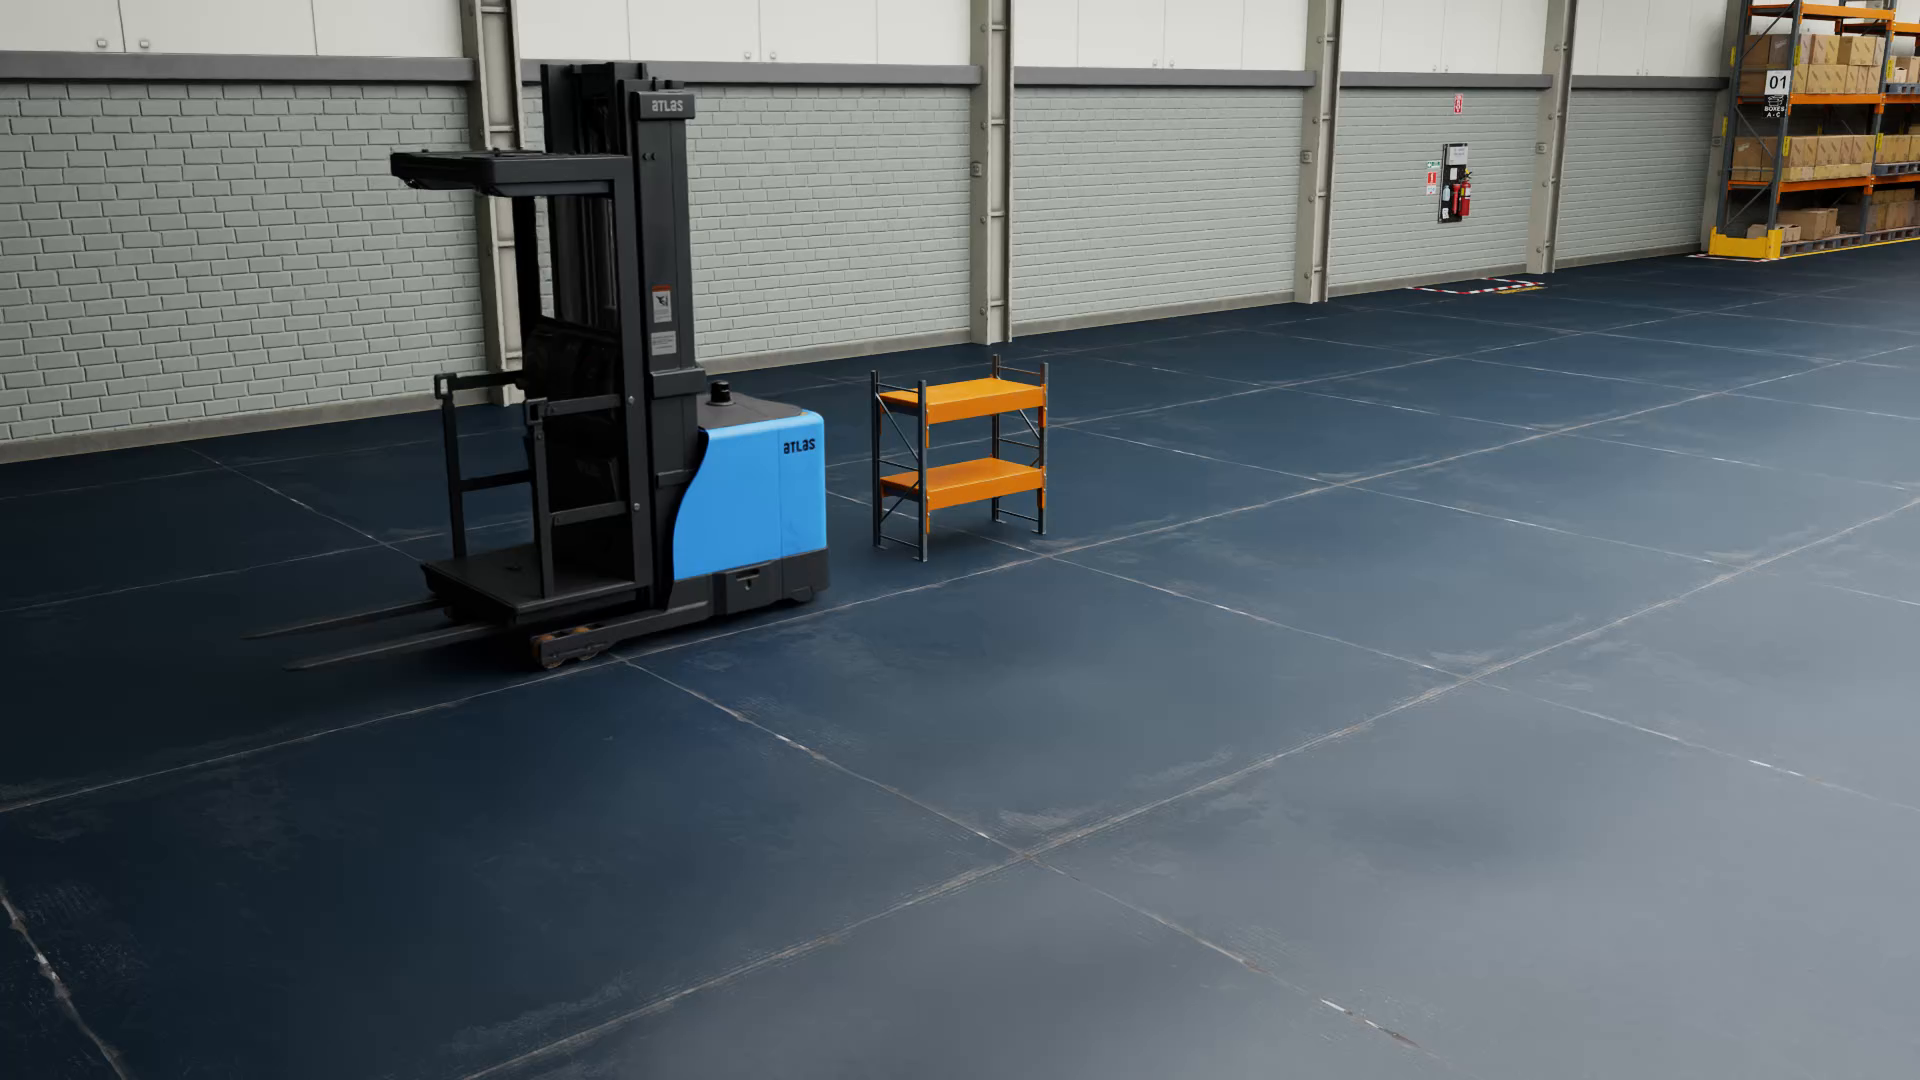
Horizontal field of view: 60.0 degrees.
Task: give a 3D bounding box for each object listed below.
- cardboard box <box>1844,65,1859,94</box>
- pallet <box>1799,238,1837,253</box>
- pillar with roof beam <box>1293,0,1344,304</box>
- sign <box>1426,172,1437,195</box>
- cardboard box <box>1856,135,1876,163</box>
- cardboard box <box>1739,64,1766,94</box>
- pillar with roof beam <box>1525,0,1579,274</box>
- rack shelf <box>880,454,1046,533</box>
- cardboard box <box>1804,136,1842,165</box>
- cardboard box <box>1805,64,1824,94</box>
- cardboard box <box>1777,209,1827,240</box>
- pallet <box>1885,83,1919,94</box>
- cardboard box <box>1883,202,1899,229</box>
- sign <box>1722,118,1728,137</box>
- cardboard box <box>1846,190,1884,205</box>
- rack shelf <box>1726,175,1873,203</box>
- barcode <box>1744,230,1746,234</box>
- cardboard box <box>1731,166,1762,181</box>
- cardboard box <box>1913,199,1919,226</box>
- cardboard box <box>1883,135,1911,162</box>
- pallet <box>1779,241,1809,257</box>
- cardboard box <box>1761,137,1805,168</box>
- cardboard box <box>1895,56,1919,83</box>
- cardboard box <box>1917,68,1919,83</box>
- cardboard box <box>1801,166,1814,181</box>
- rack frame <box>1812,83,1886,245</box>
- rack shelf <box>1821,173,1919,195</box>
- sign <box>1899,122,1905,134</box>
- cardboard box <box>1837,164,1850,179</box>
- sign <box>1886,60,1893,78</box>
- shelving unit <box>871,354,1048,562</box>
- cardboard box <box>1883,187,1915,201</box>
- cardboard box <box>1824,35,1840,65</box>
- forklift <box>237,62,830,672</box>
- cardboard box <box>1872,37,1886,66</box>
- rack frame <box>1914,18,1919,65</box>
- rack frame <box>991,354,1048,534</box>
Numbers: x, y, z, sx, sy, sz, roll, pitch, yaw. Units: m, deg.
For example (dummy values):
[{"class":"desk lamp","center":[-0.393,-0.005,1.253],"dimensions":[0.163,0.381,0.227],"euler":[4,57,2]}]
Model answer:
[{"class":"cardboard box","center":[15.994,-8.391,30.306],"dimensions":[0.500,0.500,0.500],"euler":[-14,20,-41]},{"class":"pallet","center":[15.591,-5.526,31.030],"dimensions":[1.213,0.211,1.003],"euler":[-13,19,-39]},{"class":"pillar with roof beam","center":[7.711,-6.839,18.915],"dimensions":[0.400,9.000,9.100],"euler":[-13,19,-39]},{"class":"sign","center":[7.038,-5.327,24.812],"dimensions":[0.234,0.329,0.001],"euler":[-13,19,-39]},{"class":"cardboard box","center":[16.842,-7.361,31.294],"dimensions":[0.500,0.500,0.500],"euler":[-13,20,-39]},{"class":"cardboard box","center":[14.126,-8.151,29.409],"dimensions":[0.500,0.500,0.500],"euler":[-11,18,-35]},{"class":"pillar with roof beam","center":[12.238,-7.855,22.720],"dimensions":[0.400,9.000,9.100],"euler":[-13,19,-39]},{"class":"rack shelf","center":[0.005,-0.308,10.672],"dimensions":[1.000,0.278,0.538],"euler":[-13,19,-39]},{"class":"cardboard box","center":[15.690,-7.104,30.332],"dimensions":[0.500,0.500,0.500],"euler":[-12,19,-38]},{"class":"cardboard box","center":[14.823,-8.123,29.305],"dimensions":[0.500,0.500,0.500],"euler":[-11,19,-36]},{"class":"cardboard box","center":[15.575,-5.840,30.792],"dimensions":[0.500,0.500,0.700],"euler":[-14,21,-43]},{"class":"pallet","center":[17.531,-8.644,31.851],"dimensions":[1.003,0.211,1.213],"euler":[-13,19,-39]},{"class":"cardboard box","center":[18.308,-6.511,33.303],"dimensions":[0.500,0.500,0.700],"euler":[-12,19,-39]},{"class":"sign","center":[13.629,-7.348,29.590],"dimensions":[0.005,0.325,0.100],"euler":[-13,19,-39]},{"class":"cardboard box","center":[17.870,-6.772,32.829],"dimensions":[0.500,0.250,0.500],"euler":[-13,20,-41]},{"class":"rack shelf","center":[15.487,-6.516,30.724],"dimensions":[4.000,0.370,1.077],"euler":[-13,19,-39]},{"class":"barcode","center":[14.310,-5.623,30.328],"dimensions":[0.075,0.075,0.001],"euler":[-13,19,-39]},{"class":"cardboard box","center":[14.203,-6.578,29.817],"dimensions":[0.500,0.250,0.500],"euler":[-12,19,-39]},{"class":"cardboard box","center":[19.504,-6.752,34.208],"dimensions":[0.500,0.500,0.700],"euler":[-12,19,-39]},{"class":"cardboard box","center":[18.304,-7.753,32.917],"dimensions":[0.500,0.500,0.700],"euler":[-10,18,-32]},{"class":"pallet","center":[14.671,-5.321,30.260],"dimensions":[1.213,0.211,1.003],"euler":[-13,19,-39]},{"class":"cardboard box","center":[14.535,-6.846,29.366],"dimensions":[0.500,0.500,0.500],"euler":[-13,19,-39]},{"class":"cardboard box","center":[18.391,-9.188,32.516],"dimensions":[0.500,0.500,0.500],"euler":[-14,20,-41]},{"class":"cardboard box","center":[18.974,-9.187,33.279],"dimensions":[0.637,0.503,0.797],"euler":[-9,18,-32]},{"class":"cardboard box","center":[14.937,-6.573,29.797],"dimensions":[0.500,0.250,0.500],"euler":[-13,20,-41]},{"class":"rack frame","center":[16.995,-7.202,31.900],"dimensions":[0.127,3.000,1.000],"euler":[-13,19,-39]},{"class":"rack shelf","center":[18.504,-7.193,33.261],"dimensions":[4.000,0.370,1.077],"euler":[-13,19,-39]},{"class":"sign","center":[19.646,-8.546,34.689],"dimensions":[0.005,0.325,0.100],"euler":[-13,19,-39]},{"class":"cardboard box","center":[16.086,-6.829,30.755],"dimensions":[0.500,0.250,0.500],"euler":[-13,20,-40]},{"class":"sign","center":[17.357,-8.797,31.055],"dimensions":[0.005,0.325,0.100],"euler":[-13,19,-39]},{"class":"shelving unit","center":[0.005,-0.545,10.609],"dimensions":[1.048,1.125,0.538],"euler":[-13,19,-39]},{"class":"cardboard box","center":[19.033,-7.030,33.795],"dimensions":[0.500,0.250,0.500],"euler":[-12,19,-38]},{"class":"cardboard box","center":[15.219,-8.697,29.513],"dimensions":[0.500,0.500,0.500],"euler":[-12,19,-38]},{"class":"forklift","center":[-2.181,-0.924,8.529],"dimensions":[3.031,2.935,1.130],"euler":[-13,20,-40]},{"class":"cardboard box","center":[16.795,-9.054,30.853],"dimensions":[0.500,0.500,0.500],"euler":[14,20,42]},{"class":"rack frame","center":[20.013,-10.778,33.662],"dimensions":[0.127,3.000,1.000],"euler":[-13,19,-39]},{"class":"rack frame","center":[0.389,-0.631,10.932],"dimensions":[0.032,1.125,0.500],"euler":[-13,19,-39]}]
